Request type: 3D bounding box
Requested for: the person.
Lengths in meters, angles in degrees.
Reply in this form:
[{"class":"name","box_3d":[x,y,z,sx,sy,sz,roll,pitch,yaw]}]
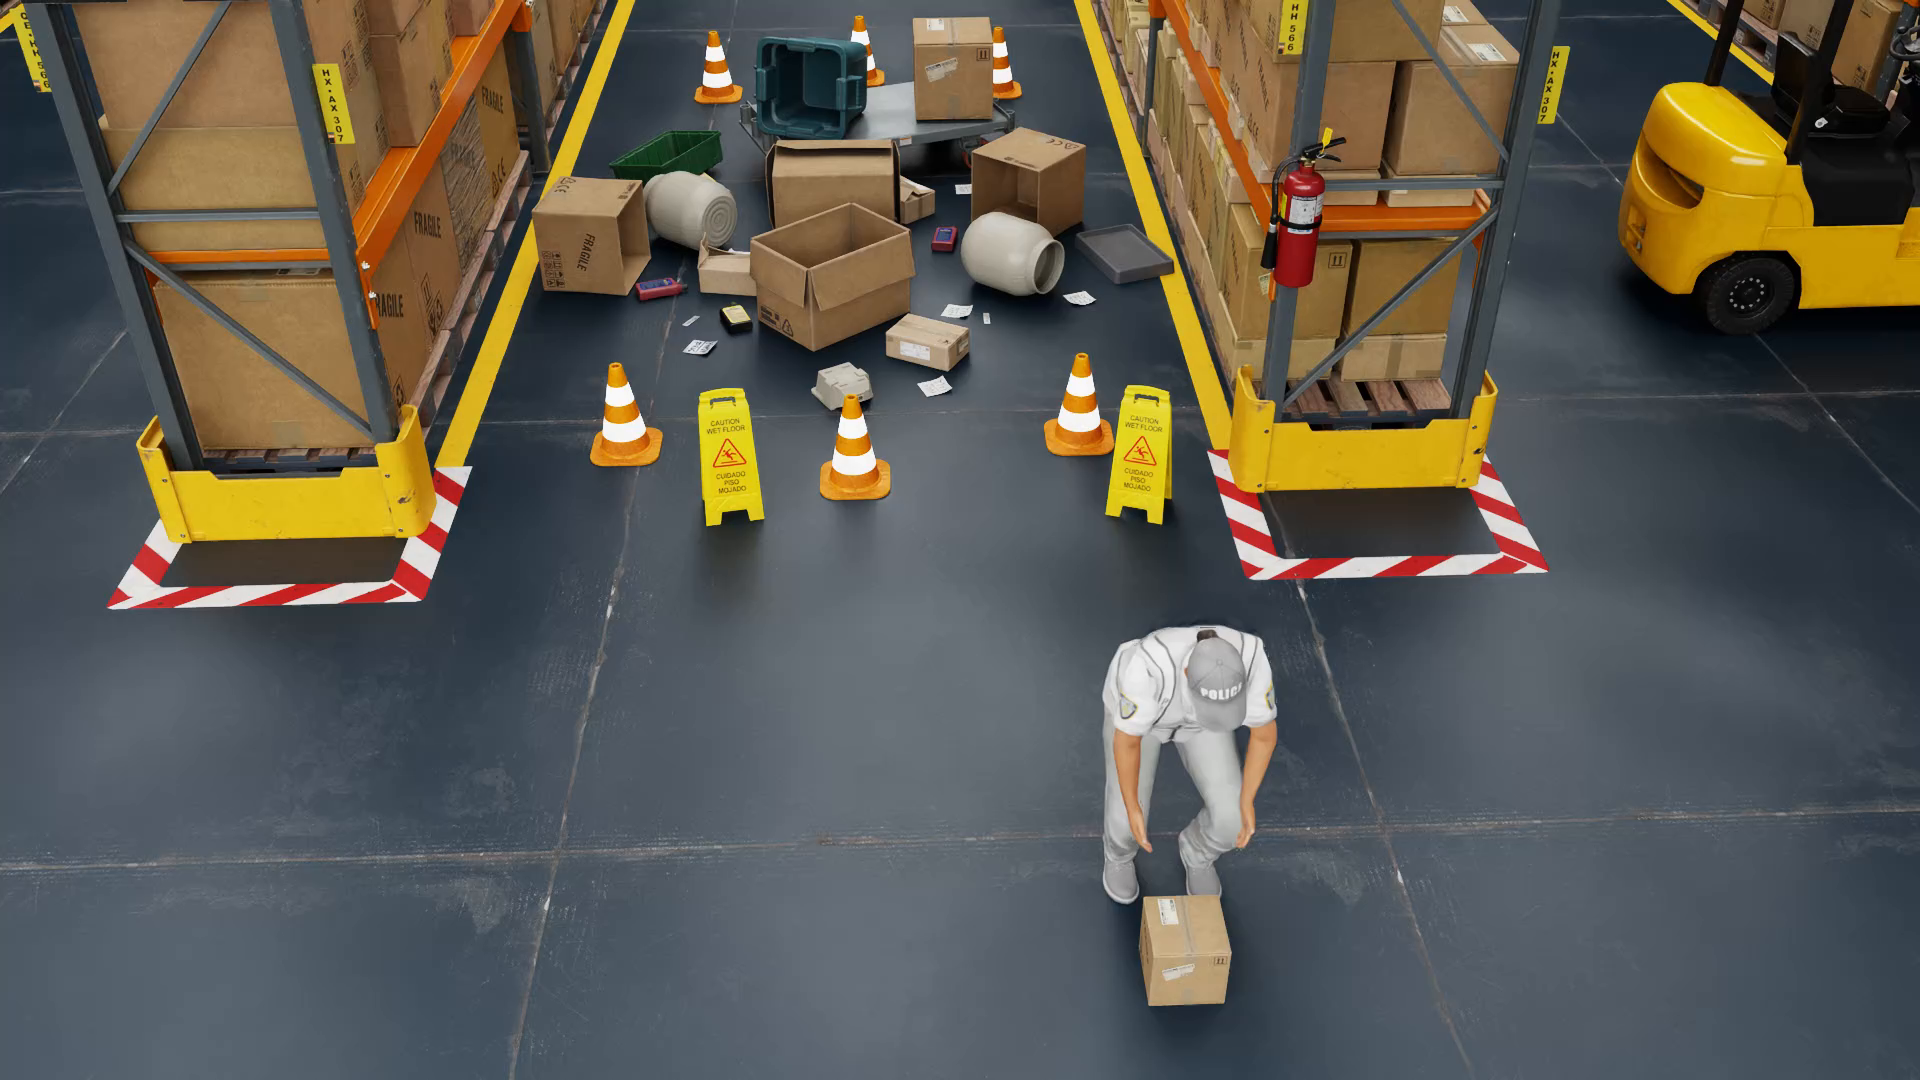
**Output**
[{"class":"person","box_3d":[0.747,0.690,5.502,0.537,1.294,0.773,-1,35,-2]}]
